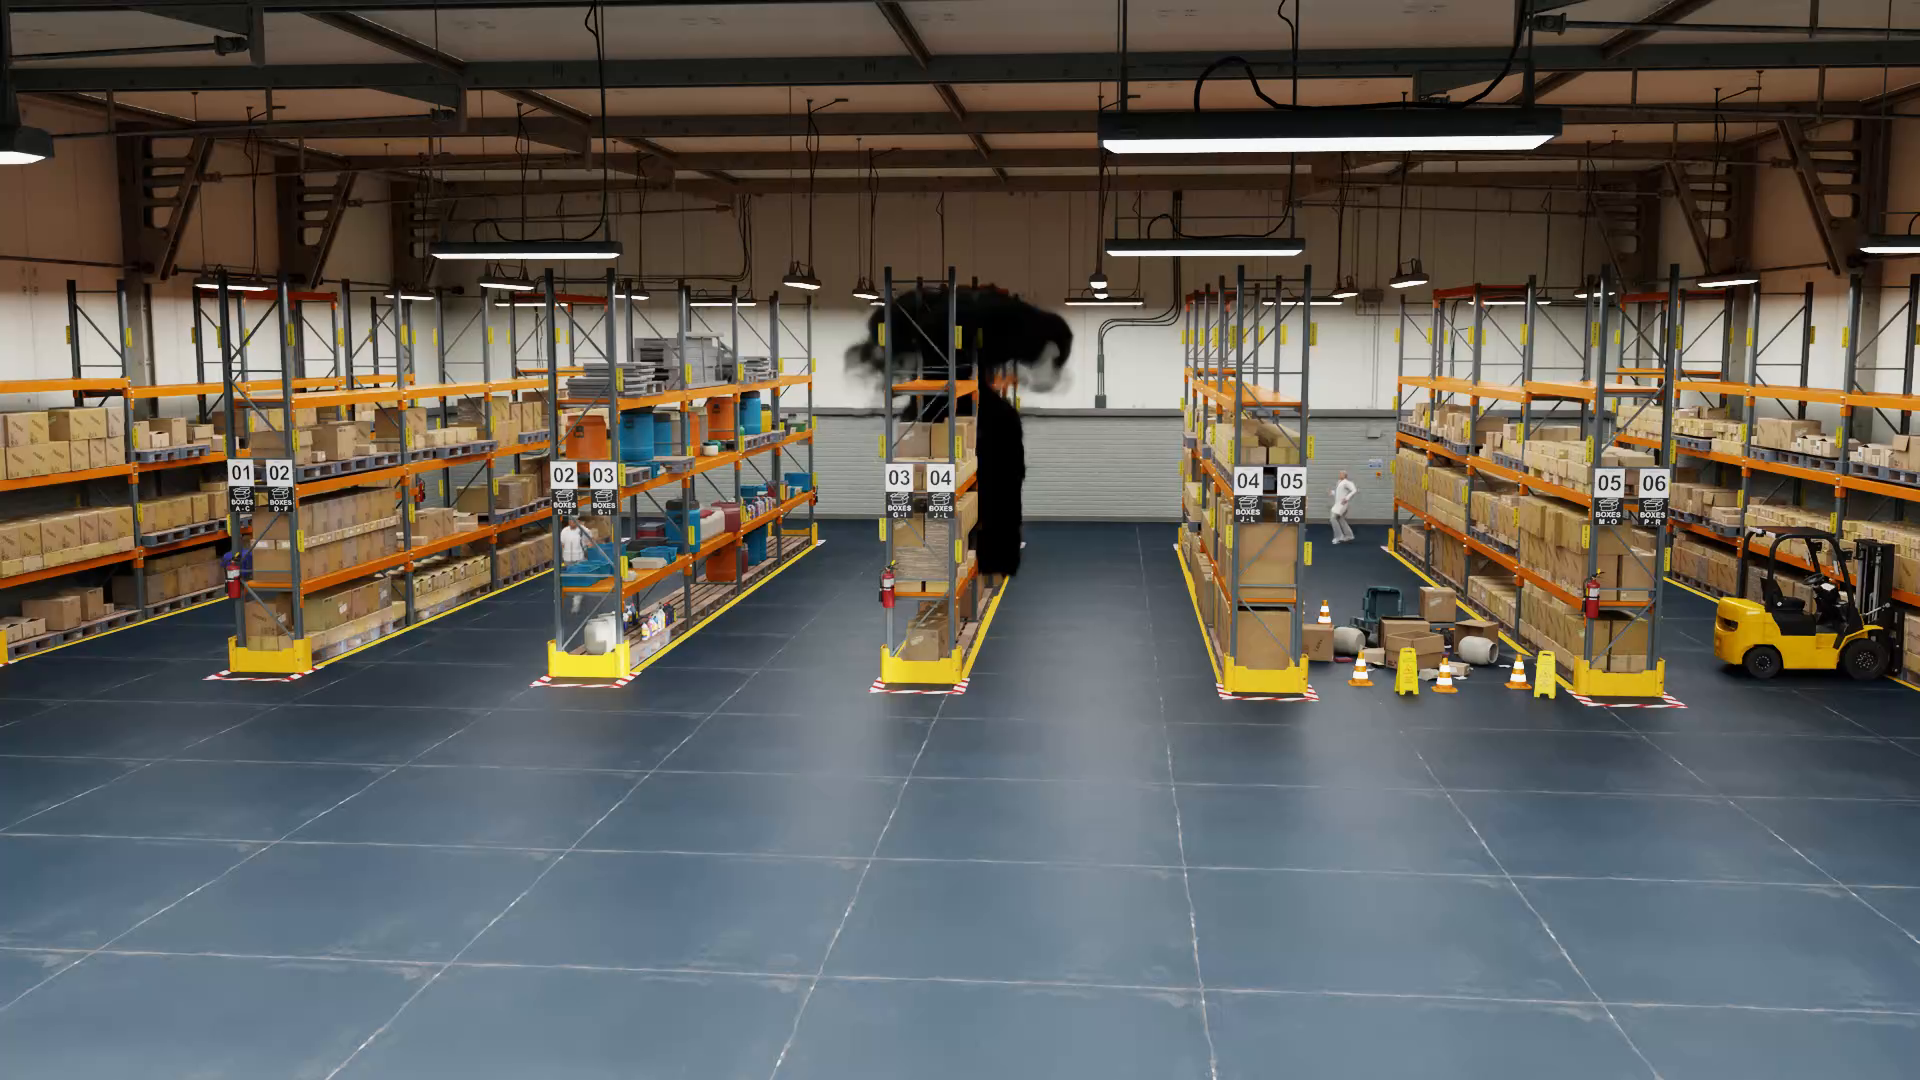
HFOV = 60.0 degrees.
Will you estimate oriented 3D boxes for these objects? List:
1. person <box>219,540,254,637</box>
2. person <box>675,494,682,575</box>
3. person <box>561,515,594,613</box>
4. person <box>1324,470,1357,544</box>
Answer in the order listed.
[{"bbox_3d":[-12.174,0.758,28.067,0.575,1.645,0.938,0,7,-2],"label":"person"},{"bbox_3d":[-5.945,-0.141,35.563,0.636,1.725,0.827,1,7,9],"label":"person"},{"bbox_3d":[-6.681,0.383,28.818,0.606,1.710,0.859,0,7,2],"label":"person"},{"bbox_3d":[9.289,-0.802,40.594,0.777,1.824,0.685,0,7,-2],"label":"person"}]
